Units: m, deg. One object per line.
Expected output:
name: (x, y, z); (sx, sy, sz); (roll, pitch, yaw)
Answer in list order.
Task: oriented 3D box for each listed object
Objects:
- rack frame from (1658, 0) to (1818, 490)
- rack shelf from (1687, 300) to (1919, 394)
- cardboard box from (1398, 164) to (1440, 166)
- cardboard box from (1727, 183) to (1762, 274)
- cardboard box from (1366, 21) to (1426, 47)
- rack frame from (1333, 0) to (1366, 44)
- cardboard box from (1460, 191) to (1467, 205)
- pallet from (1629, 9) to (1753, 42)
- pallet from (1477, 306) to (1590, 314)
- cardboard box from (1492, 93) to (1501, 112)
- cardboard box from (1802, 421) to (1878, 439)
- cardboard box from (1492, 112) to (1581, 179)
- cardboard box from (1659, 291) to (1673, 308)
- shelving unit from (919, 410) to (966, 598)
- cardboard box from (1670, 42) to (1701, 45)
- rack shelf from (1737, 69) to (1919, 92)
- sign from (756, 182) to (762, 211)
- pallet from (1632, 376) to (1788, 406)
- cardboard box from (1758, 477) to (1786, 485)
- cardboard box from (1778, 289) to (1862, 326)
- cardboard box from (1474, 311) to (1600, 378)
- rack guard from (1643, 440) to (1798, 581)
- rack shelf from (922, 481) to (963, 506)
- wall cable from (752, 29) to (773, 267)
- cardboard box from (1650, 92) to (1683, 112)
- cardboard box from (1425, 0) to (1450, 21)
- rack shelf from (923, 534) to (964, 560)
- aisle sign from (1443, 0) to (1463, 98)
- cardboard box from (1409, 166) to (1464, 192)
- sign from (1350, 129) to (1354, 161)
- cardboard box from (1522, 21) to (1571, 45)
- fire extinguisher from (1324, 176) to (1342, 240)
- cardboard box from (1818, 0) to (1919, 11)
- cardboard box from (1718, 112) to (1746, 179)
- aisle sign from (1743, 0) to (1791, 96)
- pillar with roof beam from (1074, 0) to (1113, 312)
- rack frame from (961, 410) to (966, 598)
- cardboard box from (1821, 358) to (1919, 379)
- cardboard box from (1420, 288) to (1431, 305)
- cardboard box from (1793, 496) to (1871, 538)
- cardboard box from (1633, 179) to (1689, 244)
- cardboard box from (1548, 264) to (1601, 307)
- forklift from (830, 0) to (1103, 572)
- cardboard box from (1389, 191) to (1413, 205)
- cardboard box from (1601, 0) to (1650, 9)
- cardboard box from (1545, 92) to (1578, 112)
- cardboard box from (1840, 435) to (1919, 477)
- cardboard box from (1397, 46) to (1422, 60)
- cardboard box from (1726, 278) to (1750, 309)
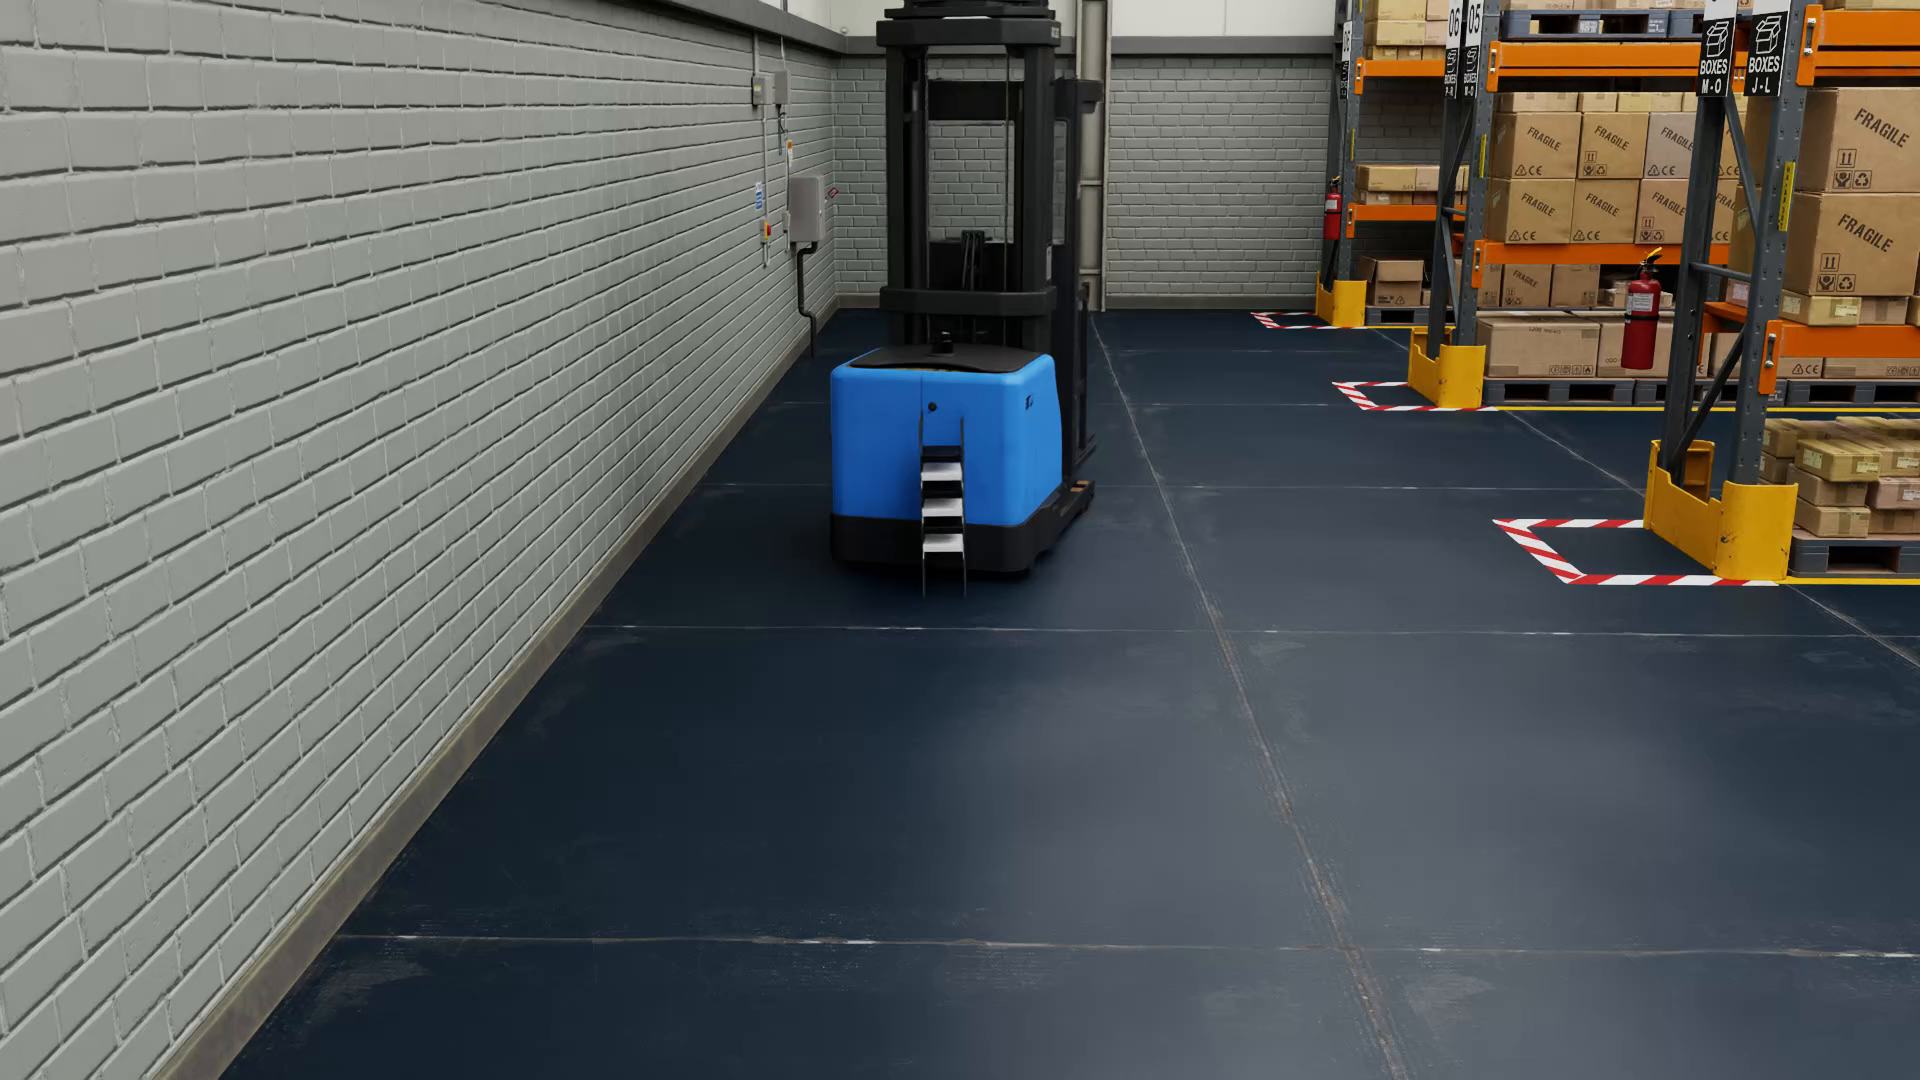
rack frame: (4.035, -1.391, 8.733); (0.127, 3.000, 1.000); (0, 15, 1)
rack shelf: (6.035, -1.030, 8.776); (4.000, 0.370, 1.077); (0, 15, 1)
cardboard box: (5.166, -4.052, 18.531); (0.500, 0.250, 0.500); (0, 15, 2)
cardboard box: (4.491, -1.646, 8.920); (0.500, 0.500, 0.500); (1, 15, 3)
cardboard box: (4.620, -5.369, 17.642); (0.500, 0.250, 0.500); (0, 15, 1)
rack frame: (4.184, -6.821, 17.553); (0.127, 3.000, 1.000); (0, 15, 1)
cardboard box: (5.541, -3.726, 18.076); (0.250, 0.149, 0.380); (1, 15, 2)
pallet: (6.025, -4.052, 13.113); (1.213, 0.211, 1.003); (0, 15, 1)
pallet: (6.273, -2.558, 18.621); (1.213, 0.211, 1.003); (0, 15, 1)
cardboard box: (4.425, -3.548, 13.482); (0.250, 0.149, 0.380); (1, 15, 2)
cardboard box: (4.821, -0.548, 9.138); (0.250, 0.149, 0.380); (1, 15, 3)
cardboard box: (4.533, -3.110, 13.093); (0.500, 0.500, 0.500); (0, 15, 0)
cardboard box: (7.618, -2.647, 18.260); (0.250, 0.149, 0.380); (0, 15, 0)
shelving unit: (-0.083, -0.179, 8.248); (0.210, 0.900, 0.258); (-1, 15, 2)
cardboard box: (7.694, -5.355, 17.588); (0.500, 0.250, 0.500); (0, 15, 2)
rack shelf: (10.182, -4.984, 17.879); (4.000, 0.370, 1.077); (0, 15, 1)
sign: (-1.639, -2.804, 13.558); (0.001, 0.218, 0.327); (0, 15, 1)
pallet: (6.078, -1.312, 13.899); (1.213, 0.211, 1.003); (0, 15, 1)
cardboard box: (4.567, -0.266, 9.232); (0.250, 0.149, 0.380); (1, 15, 2)
cardboard box: (4.351, -1.184, 8.440); (0.250, 0.149, 0.380); (0, 15, 1)
cardboard box: (4.723, -1.640, 13.874); (0.875, 0.438, 0.875); (0, 15, 0)
rack guard: (4.111, -0.182, 9.050); (0.348, 0.500, 1.175); (0, 15, 1)
rack shelf: (-0.084, -0.234, 8.234); (0.200, 0.077, 0.258); (-1, 15, 2)
wall cable: (-1.577, -3.191, 13.503); (0.123, 1.953, 0.585); (0, 15, 1)
cardboard box: (5.457, -3.427, 13.022); (0.250, 0.149, 0.380); (1, 15, 2)
cardboard box: (5.129, -5.608, 17.569); (0.500, 0.250, 0.500); (0, 15, 1)
rack shelf: (-0.080, 0.027, 8.303); (0.200, 0.077, 0.258); (-1, 15, 2)
aisle sign: (3.997, -3.991, 13.490); (0.004, 0.787, 0.394); (0, 15, 1)
cardboard box: (5.134, -3.917, 18.016); (0.500, 0.250, 0.500); (1, 15, 2)
sign: (4.170, -4.200, 17.684); (0.005, 0.325, 0.100); (0, 15, 1)
cardboard box: (6.158, -5.367, 17.634); (0.500, 0.250, 0.500); (0, 15, 1)
fire extinguisher: (4.025, -3.586, 17.933); (0.183, 0.674, 0.296); (0, 15, 1)
cardboard box: (4.478, -2.701, 8.112); (0.500, 0.250, 0.500); (1, 15, 3)
cardboard box: (6.063, -3.104, 13.070); (0.500, 0.500, 0.500); (0, 15, 2)
aisle sign: (3.955, -2.572, 8.114); (0.004, 0.787, 0.394); (0, 15, 1)
pillar with roof beam: (1.401, -5.970, 14.330); (0.400, 9.000, 9.100); (0, 15, 1)
rack frame: (0.019, -0.180, 8.245); (0.006, 0.900, 0.240); (-1, 15, 2)
cardboard box: (7.434, -1.624, 13.814); (0.875, 0.438, 0.875); (0, 15, 1)
cardboard box: (5.216, -2.704, 18.474); (0.250, 0.149, 0.380); (0, 15, -1)
cardboard box: (4.551, -0.131, 8.721); (0.250, 0.149, 0.380); (1, 15, 3)
cardboard box: (5.548, -2.622, 13.203); (0.500, 0.500, 0.500); (0, 15, 1)
cardboard box: (6.684, -2.864, 18.393); (0.500, 0.500, 0.700); (0, 15, -1)
forklift: (0.194, -1.585, 9.603); (1.130, 2.935, 3.031); (4, 15, 14)
cardboard box: (4.761, -3.737, 18.116); (0.250, 0.149, 0.380); (1, 15, 3)
cardboard box: (5.143, -4.169, 12.854); (0.250, 0.149, 0.380); (1, 15, 3)
cardboard box: (4.672, -3.443, 13.083); (0.250, 0.149, 0.380); (1, 15, 3)
cardboard box: (4.829, -0.442, 8.736); (0.250, 0.149, 0.380); (1, 15, 2)
cardboard box: (4.759, -5.193, 17.754); (0.250, 0.149, 0.380); (1, 15, 2)
cardboard box: (4.368, -1.340, 9.030); (0.250, 0.149, 0.380); (0, 15, 1)
